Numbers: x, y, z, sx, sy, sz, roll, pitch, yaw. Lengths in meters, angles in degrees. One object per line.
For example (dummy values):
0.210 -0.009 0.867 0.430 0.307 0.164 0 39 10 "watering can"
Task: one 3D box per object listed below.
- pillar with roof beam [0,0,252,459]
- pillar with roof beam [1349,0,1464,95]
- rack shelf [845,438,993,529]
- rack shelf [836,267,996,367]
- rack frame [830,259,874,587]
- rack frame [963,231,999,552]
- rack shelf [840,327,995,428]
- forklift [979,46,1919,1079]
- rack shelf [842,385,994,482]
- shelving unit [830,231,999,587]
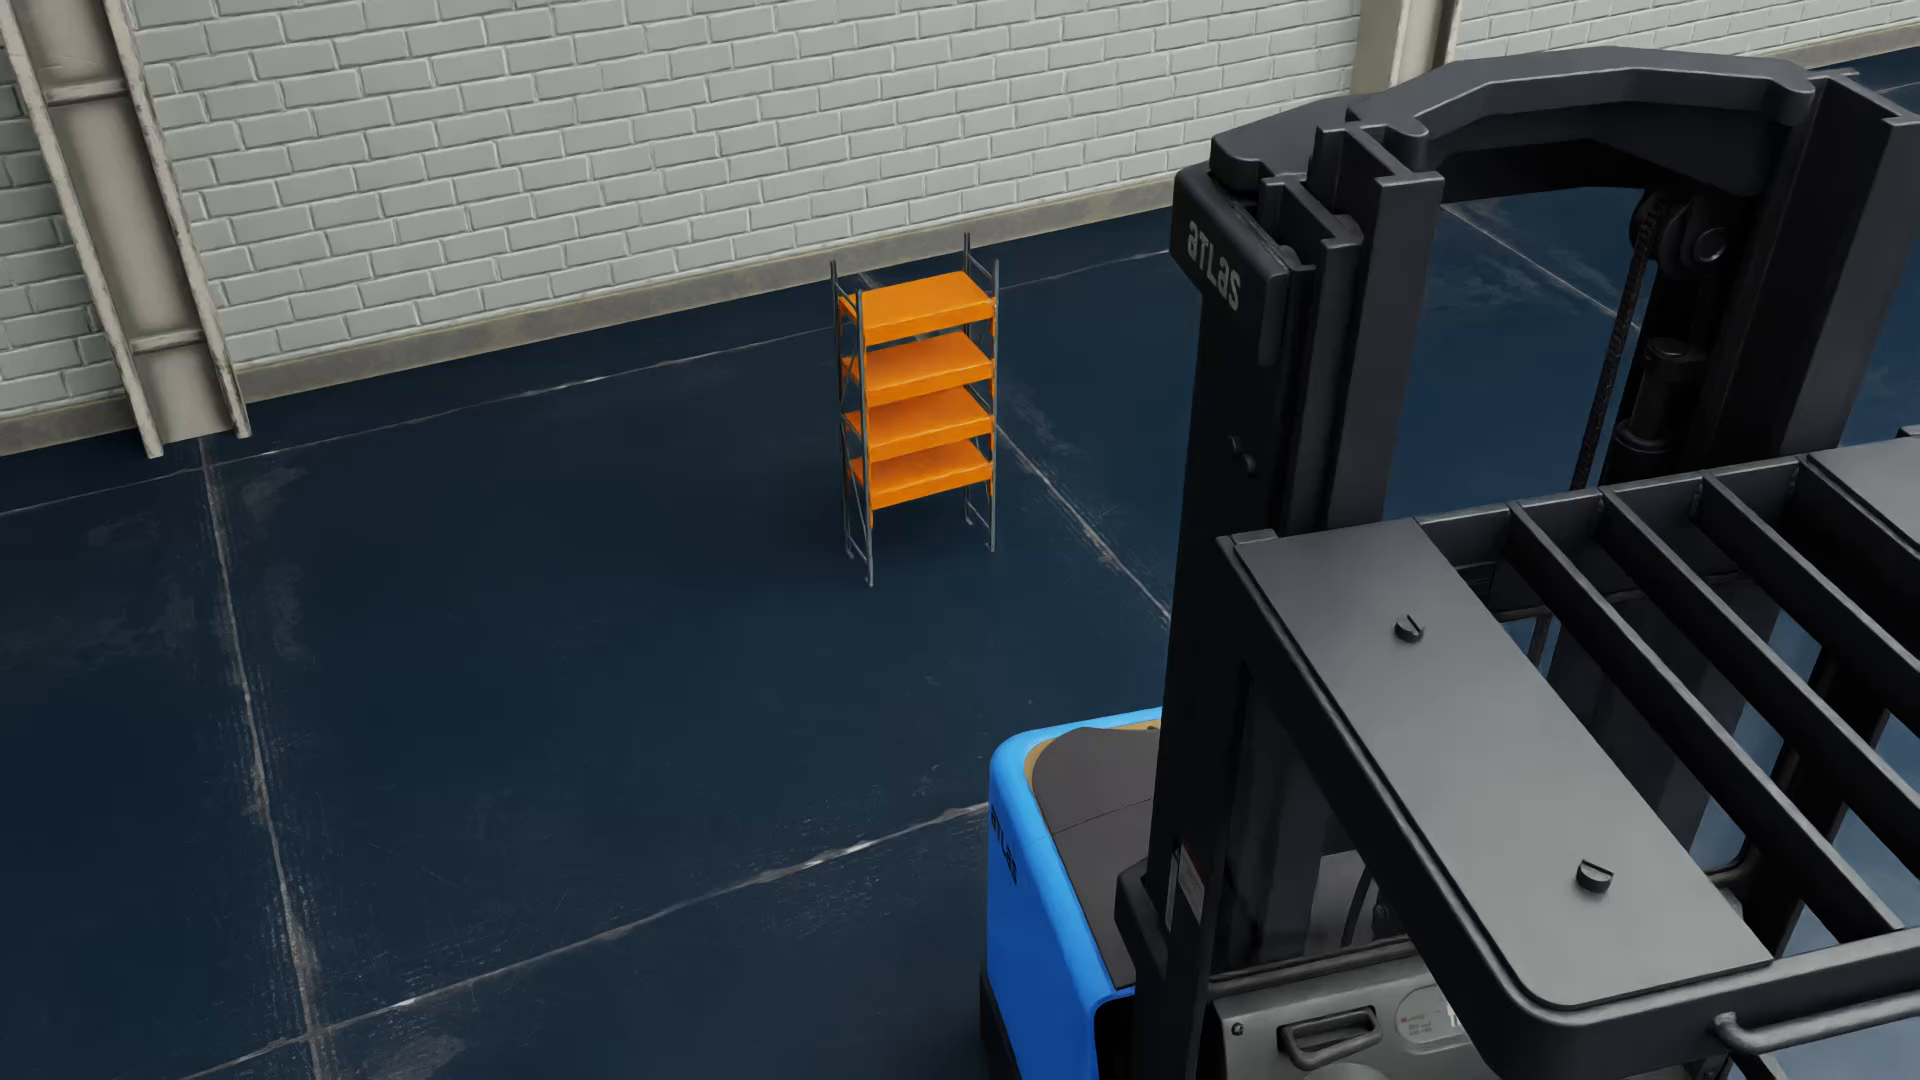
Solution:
-1.321 -1.752 1.058 0.400 9.000 9.100 -16 39 -20 "pillar with roof beam"
4.110 -3.271 3.106 0.400 9.000 9.100 -16 39 -20 "pillar with roof beam"
-0.150 -0.226 5.994 0.480 0.148 0.258 -16 39 -20 "rack shelf"
-0.150 -0.756 5.602 0.480 0.148 0.258 -16 39 -20 "rack shelf"
-0.371 -0.378 5.753 0.015 1.200 0.240 -16 39 -20 "rack frame"
0.071 -0.502 5.919 0.015 1.200 0.240 -16 39 -20 "rack frame"
-0.150 -0.566 5.743 0.480 0.148 0.258 -16 39 -20 "rack shelf"
0.919 0.915 2.556 1.130 2.935 3.031 -9 37 -12 "forklift"
-0.150 -0.386 5.876 0.480 0.148 0.258 -16 39 -20 "rack shelf"
-0.150 -0.440 5.836 0.503 1.200 0.258 -16 39 -20 "shelving unit"
